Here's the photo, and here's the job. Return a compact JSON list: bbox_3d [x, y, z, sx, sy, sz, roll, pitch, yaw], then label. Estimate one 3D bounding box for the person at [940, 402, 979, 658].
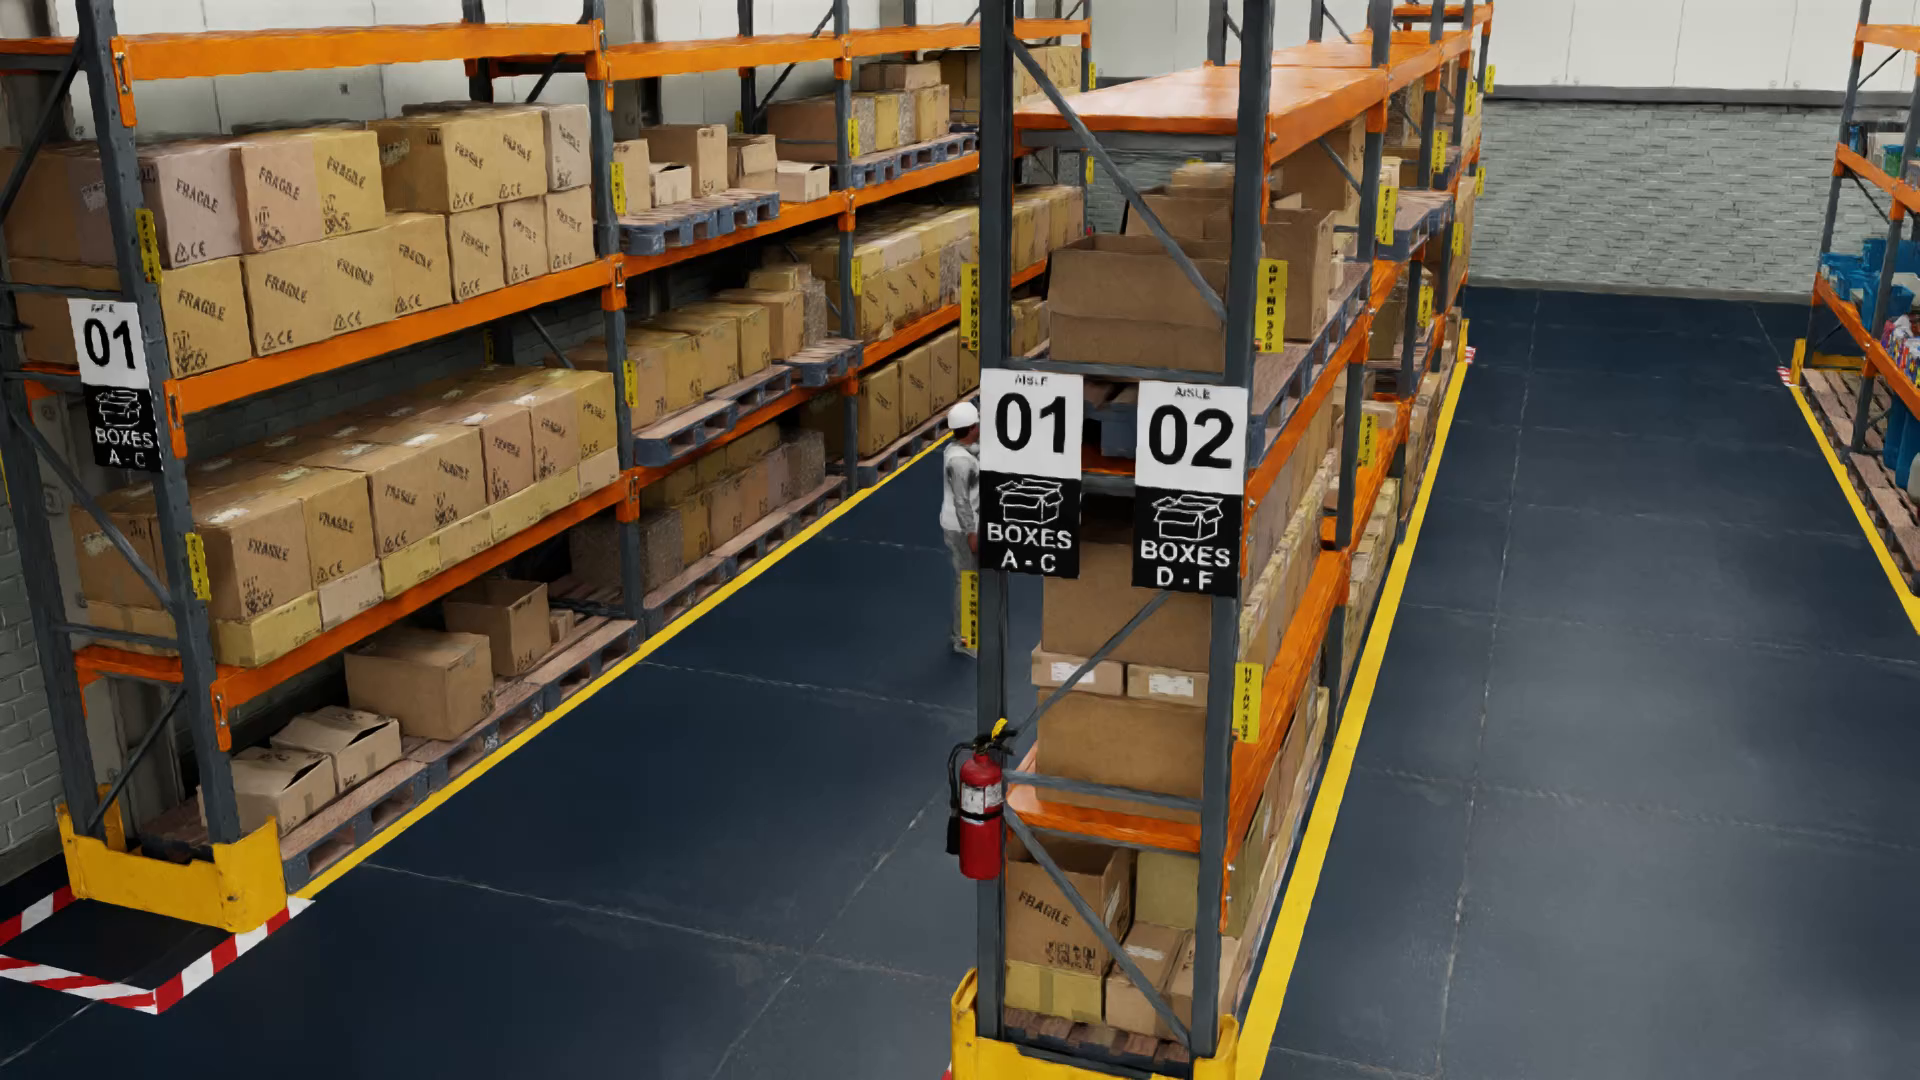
[{"bbox_3d":[0.063,-0.082,11.762,0.413,1.816,0.580,0,19,-1],"label":"person"}]
